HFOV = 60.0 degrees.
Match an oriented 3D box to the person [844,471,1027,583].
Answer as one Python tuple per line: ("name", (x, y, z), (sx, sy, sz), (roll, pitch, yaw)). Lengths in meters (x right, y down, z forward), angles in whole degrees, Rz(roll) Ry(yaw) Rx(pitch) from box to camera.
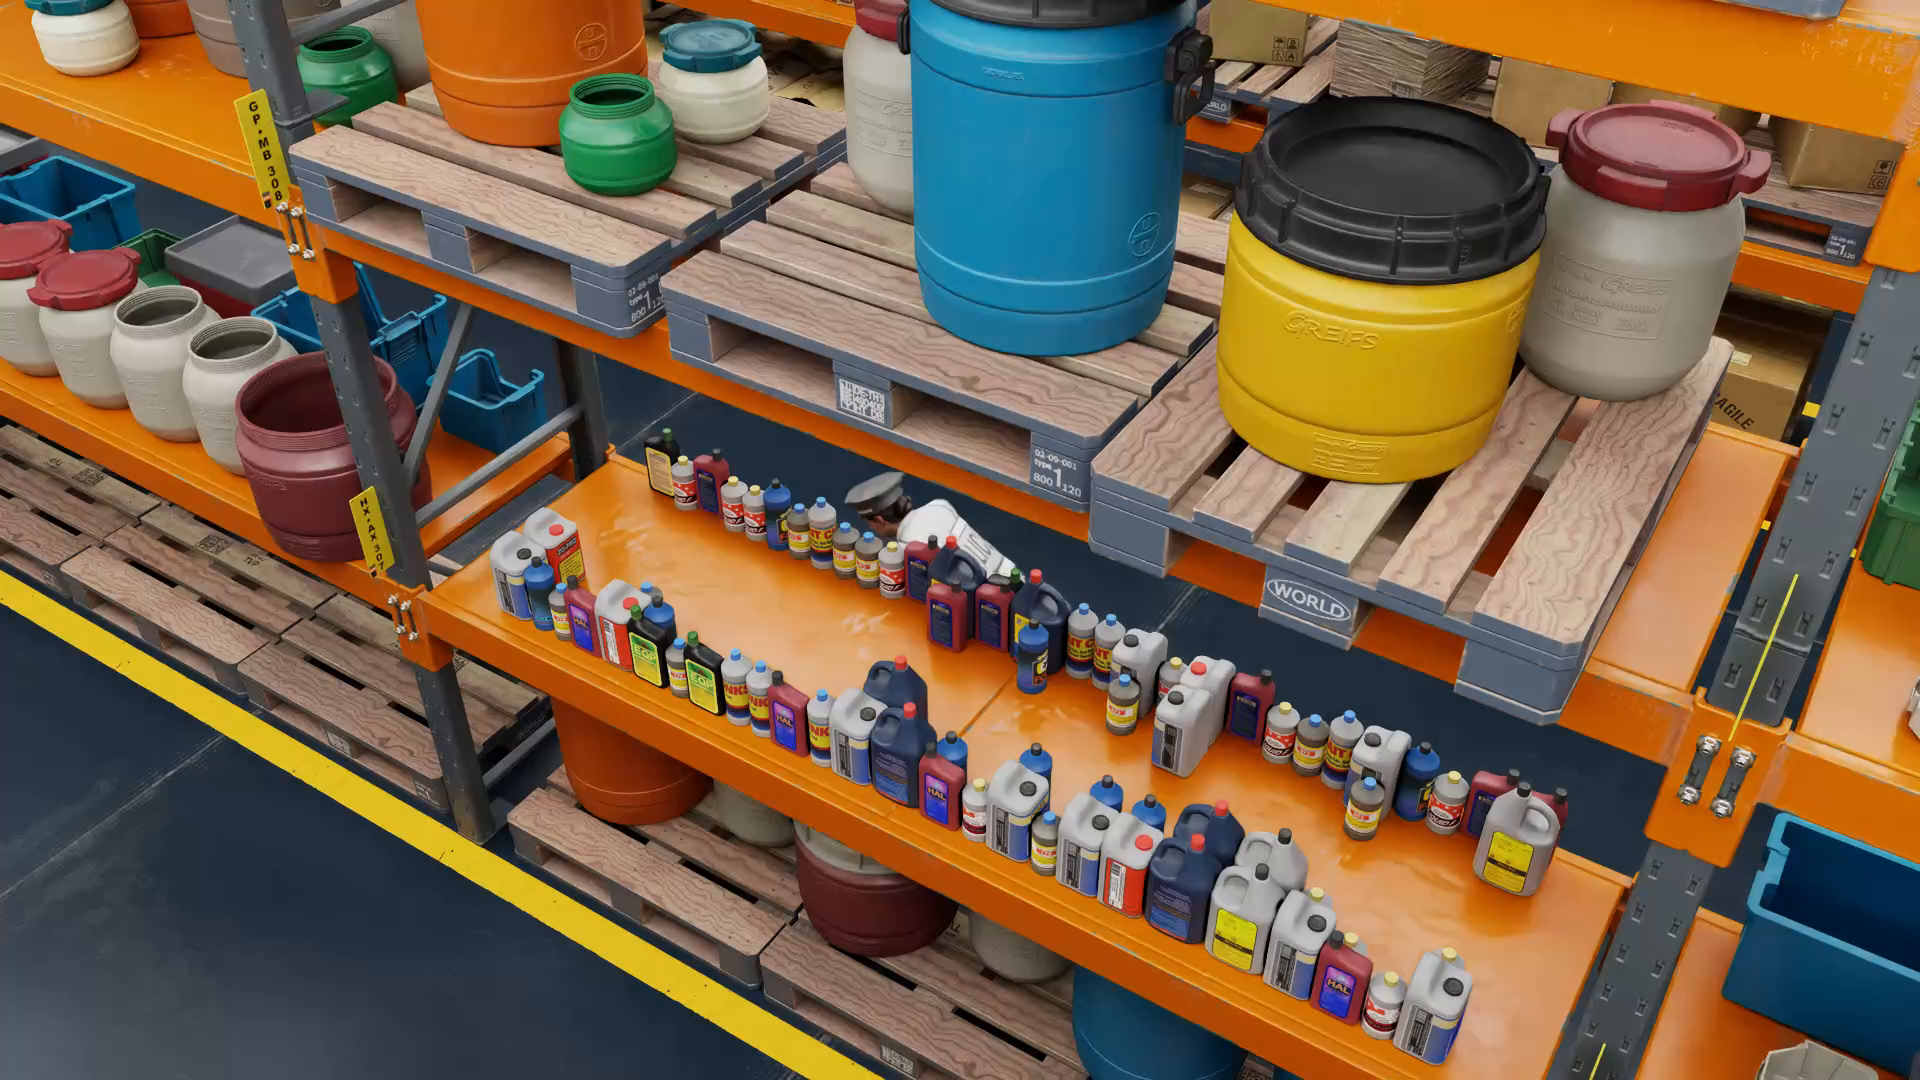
("person", (-0.090, 0.190, 6.989), (0.794, 0.998, 0.473), (20, 43, 23))
